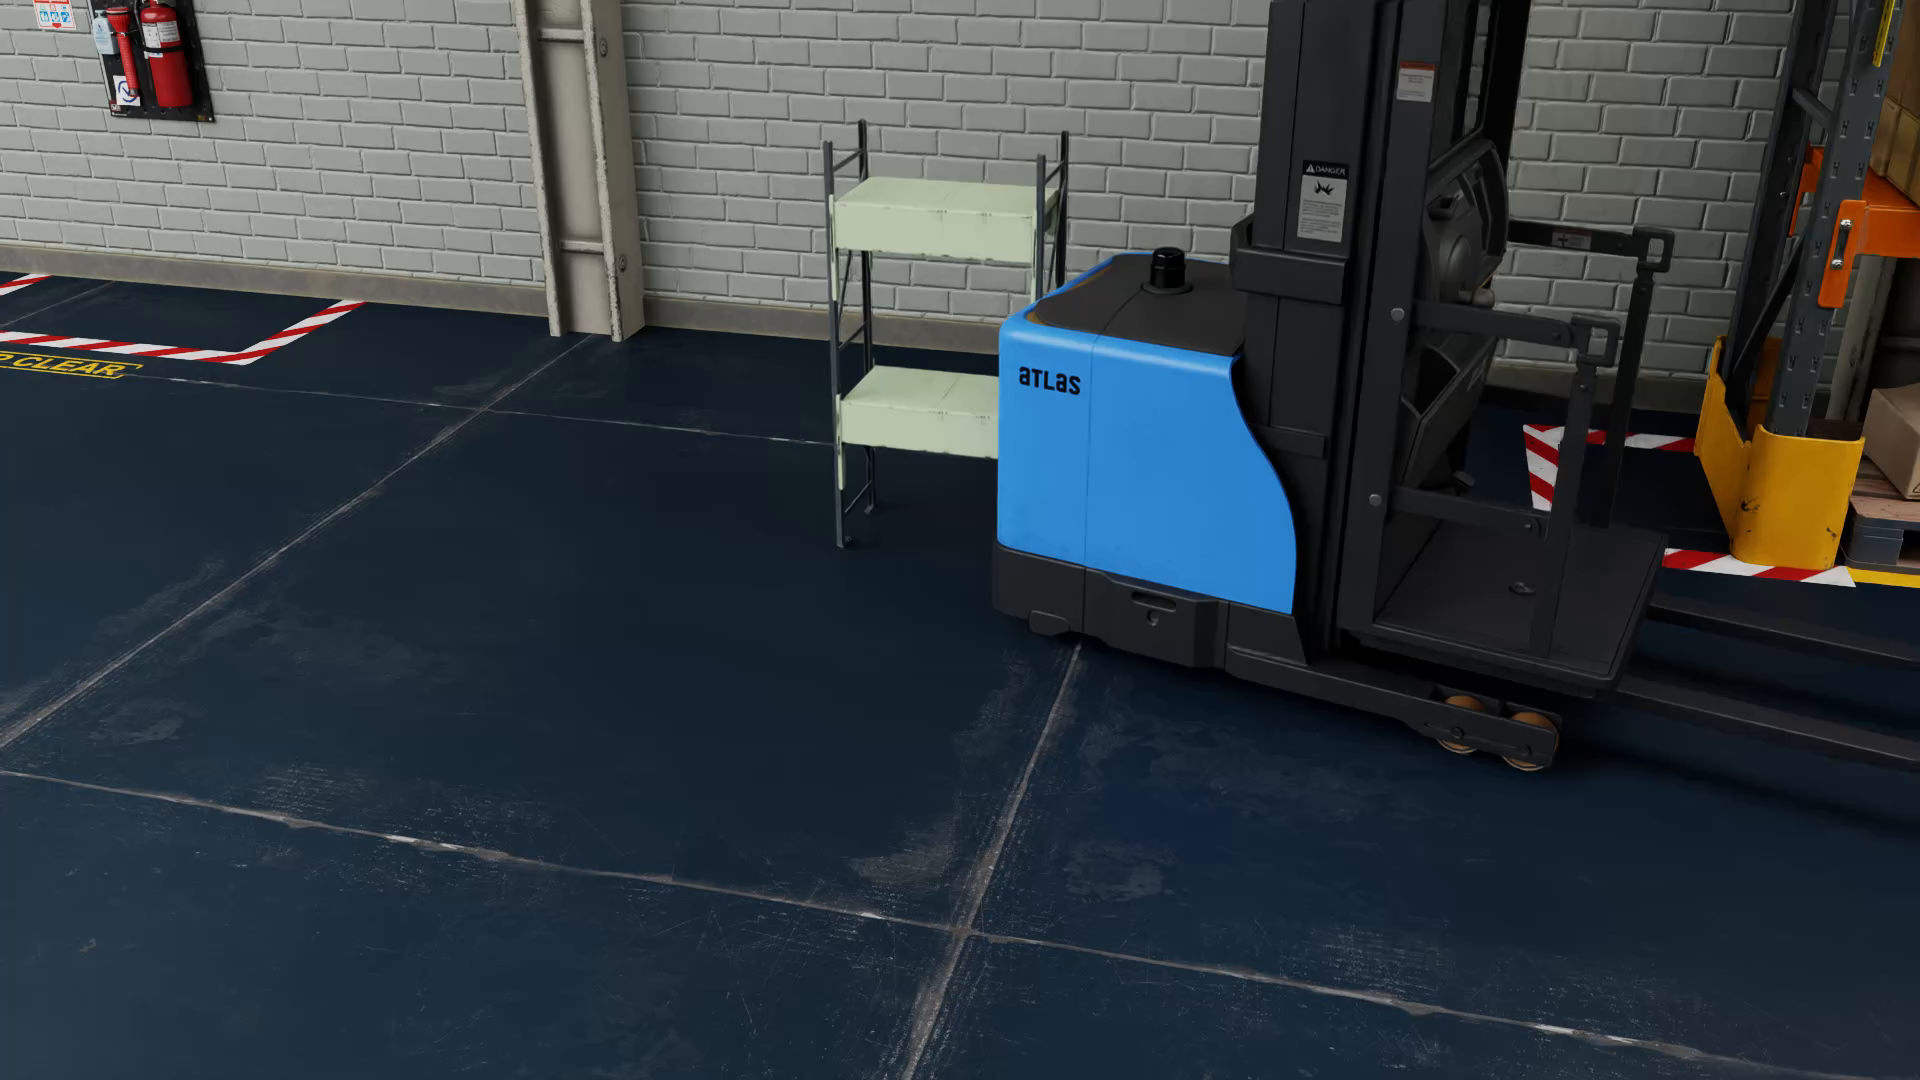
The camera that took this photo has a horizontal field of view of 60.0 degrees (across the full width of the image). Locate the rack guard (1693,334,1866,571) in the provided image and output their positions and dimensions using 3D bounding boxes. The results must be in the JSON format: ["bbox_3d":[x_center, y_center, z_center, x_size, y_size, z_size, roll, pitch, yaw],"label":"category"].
[{"bbox_3d":[3.144,-0.369,6.444,0.348,0.500,1.175,6,26,13],"label":"rack guard"}]

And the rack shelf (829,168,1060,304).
[{"bbox_3d":[-0.041,-1.041,5.784,0.720,0.370,0.431,7,26,14],"label":"rack shelf"}]

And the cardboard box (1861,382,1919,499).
[{"bbox_3d":[3.718,-0.379,6.172,0.500,0.311,0.500,3,26,7],"label":"cardboard box"}]

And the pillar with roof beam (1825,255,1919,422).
[{"bbox_3d":[2.891,-2.707,1.468,0.400,9.000,9.100,6,26,13],"label":"pillar with roof beam"}]

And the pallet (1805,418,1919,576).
[{"bbox_3d":[3.922,-0.137,6.292,1.213,0.211,1.003,6,26,13],"label":"pallet"}]

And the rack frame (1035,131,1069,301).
[{"bbox_3d":[0.312,-0.647,5.864,0.023,1.500,0.400,7,26,14],"label":"rack frame"}]

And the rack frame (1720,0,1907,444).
[{"bbox_3d":[3.070,-1.506,5.923,0.127,3.000,1.000,6,26,13],"label":"rack frame"}]

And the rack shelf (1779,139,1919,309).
[{"bbox_3d":[5.007,-0.967,5.628,4.000,0.370,1.077,6,26,13],"label":"rack shelf"}]

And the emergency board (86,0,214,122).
[{"bbox_3d":[-4.231,-2.714,8.461,0.643,1.169,0.194,6,26,13],"label":"emergency board"}]

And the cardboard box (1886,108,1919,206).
[{"bbox_3d":[3.464,-1.263,5.564,0.500,0.250,0.500,6,26,11],"label":"cardboard box"}]

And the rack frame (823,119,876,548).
[{"bbox_3d":[-0.394,-0.731,6.040,0.023,1.500,0.400,7,26,14],"label":"rack frame"}]

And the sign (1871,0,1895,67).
[{"bbox_3d":[2.935,-1.671,5.263,0.005,0.325,0.100,6,26,13],"label":"sign"}]

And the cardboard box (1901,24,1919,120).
[{"bbox_3d":[3.458,-1.609,5.420,0.500,0.500,0.500,6,26,13],"label":"cardboard box"}]

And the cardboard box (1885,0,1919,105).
[{"bbox_3d":[3.580,-1.824,5.870,0.500,0.500,0.500,6,26,12],"label":"cardboard box"}]

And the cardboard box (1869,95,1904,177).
[{"bbox_3d":[3.571,-1.478,6.016,0.500,0.250,0.500,7,26,14],"label":"cardboard box"}]

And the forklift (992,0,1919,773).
[{"bbox_3d":[1.649,-0.913,4.758,3.031,2.935,1.130,13,29,26],"label":"forklift"}]

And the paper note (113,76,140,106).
[{"bbox_3d":[-4.386,-2.364,8.750,0.142,0.148,0.016,6,26,13],"label":"paper note"}]

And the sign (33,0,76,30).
[{"bbox_3d":[-4.741,-2.832,8.667,0.234,0.329,0.001,6,26,13],"label":"sign"}]

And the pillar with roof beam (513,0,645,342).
[{"bbox_3d":[-2.920,-3.350,2.817,0.400,9.000,9.100,6,26,13],"label":"pillar with roof beam"}]

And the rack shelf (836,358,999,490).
[{"bbox_3d":[-0.041,-0.395,6.092,0.720,0.370,0.431,7,26,14],"label":"rack shelf"}]

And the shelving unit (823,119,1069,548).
[{"bbox_3d":[-0.041,-0.689,5.952,0.755,1.500,0.431,7,26,14],"label":"shelving unit"}]
